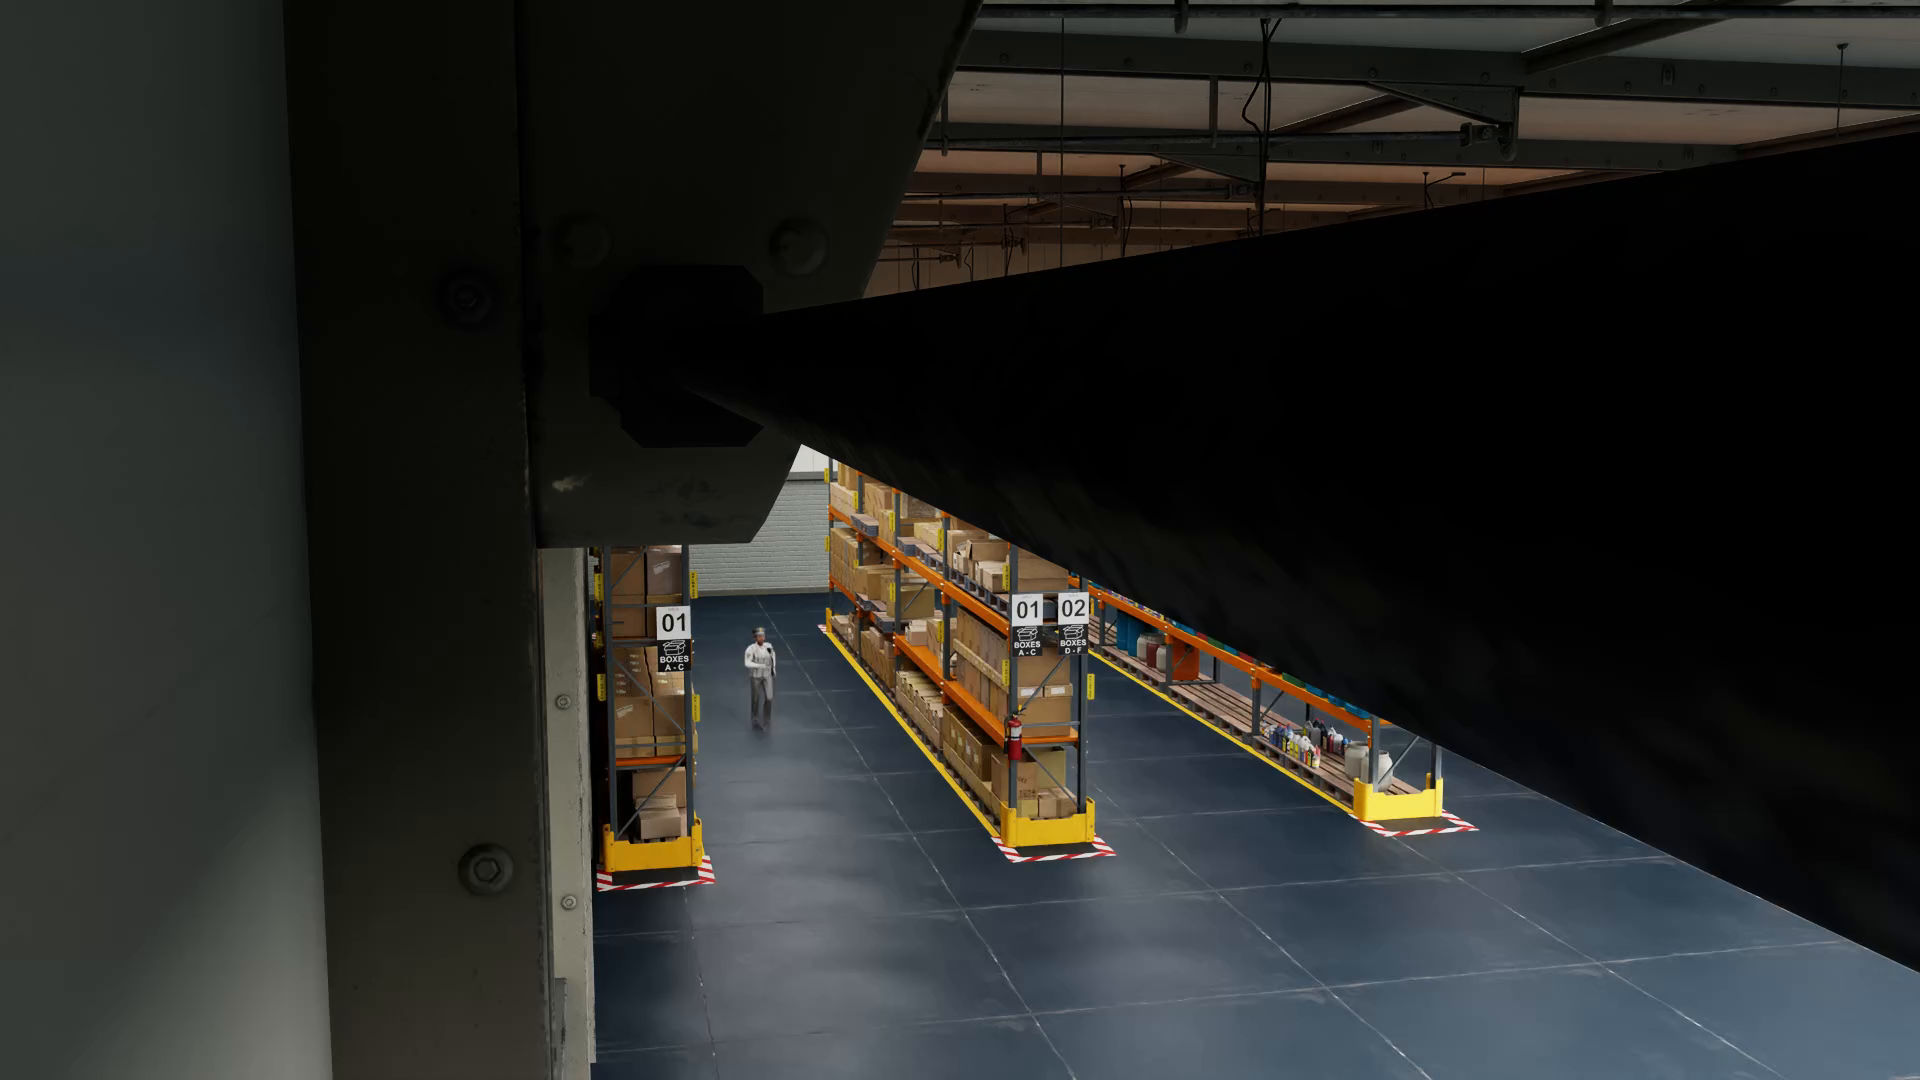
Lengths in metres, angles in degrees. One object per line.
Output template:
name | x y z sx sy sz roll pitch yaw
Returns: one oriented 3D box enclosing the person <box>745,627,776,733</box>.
person | -3.258 2.273 27.198 0.562 1.739 0.811 -2 7 -18
